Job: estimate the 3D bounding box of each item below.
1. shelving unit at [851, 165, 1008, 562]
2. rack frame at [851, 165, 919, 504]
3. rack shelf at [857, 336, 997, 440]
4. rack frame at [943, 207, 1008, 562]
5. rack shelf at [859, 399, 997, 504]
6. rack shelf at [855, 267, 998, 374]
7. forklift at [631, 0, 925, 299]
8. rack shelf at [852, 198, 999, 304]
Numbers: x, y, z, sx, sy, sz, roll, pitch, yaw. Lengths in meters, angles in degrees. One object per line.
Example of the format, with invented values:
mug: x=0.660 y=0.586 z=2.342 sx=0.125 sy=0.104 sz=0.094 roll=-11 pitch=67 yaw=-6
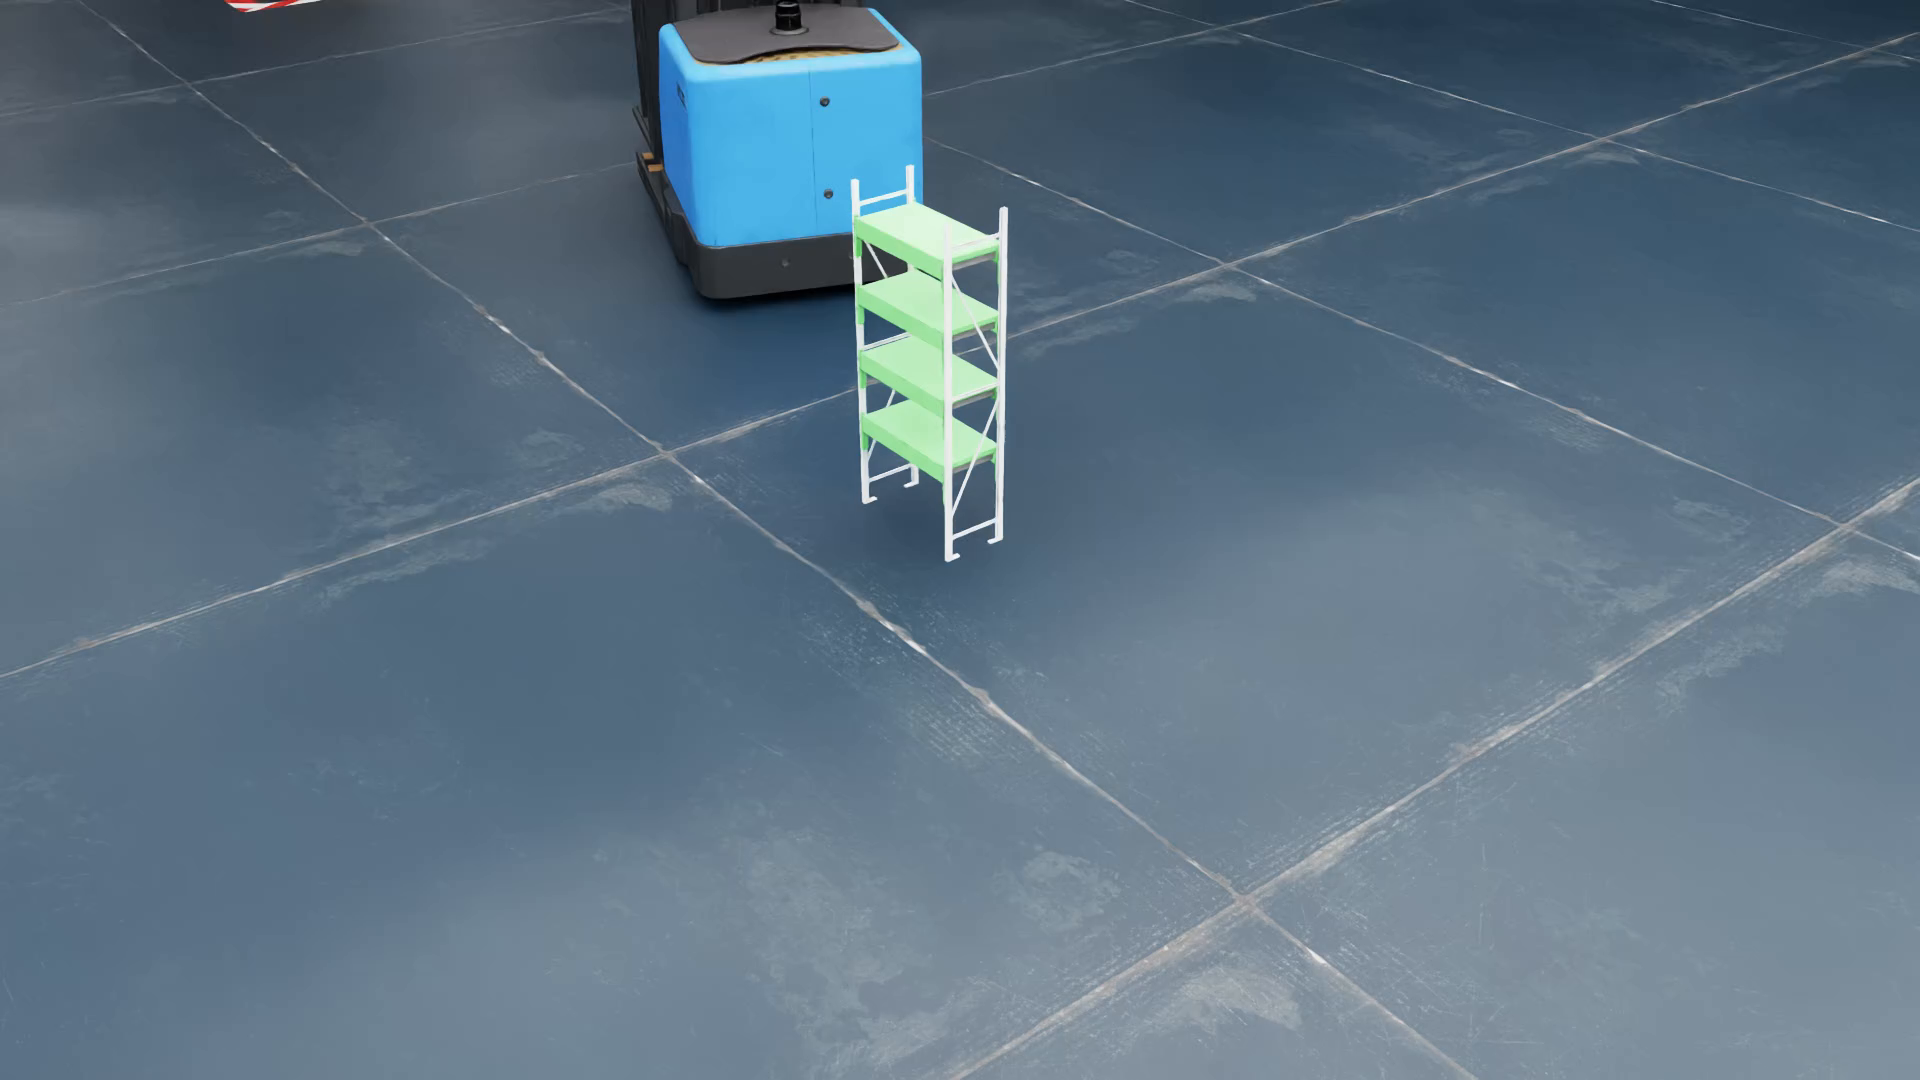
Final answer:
shelving unit: x=-0.101 y=-0.579 z=5.545 sx=0.258 sy=1.200 sz=0.503 roll=-22 pitch=38 yaw=-31
rack frame: x=-0.251 y=-0.680 z=5.708 sx=0.240 sy=1.200 sz=0.015 roll=-22 pitch=38 yaw=-31
rack shelf: x=-0.102 y=-0.524 z=5.578 sx=0.258 sy=0.148 sz=0.480 roll=-22 pitch=38 yaw=-31
rack frame: x=0.048 y=-0.477 z=5.381 sx=0.240 sy=1.200 sz=0.015 roll=-22 pitch=38 yaw=-31
rack shelf: x=-0.102 y=-0.321 z=5.705 sx=0.258 sy=0.148 sz=0.480 roll=-22 pitch=38 yaw=-31
rack shelf: x=-0.101 y=-0.728 z=5.452 sx=0.258 sy=0.148 sz=0.480 roll=-22 pitch=38 yaw=-31
forklift: x=-1.070 y=-3.075 z=7.924 sx=1.130 sy=2.935 sz=3.031 roll=-9 pitch=33 yaw=-15
rack shelf: x=-0.101 y=-0.932 z=5.325 sx=0.258 sy=0.148 sz=0.480 roll=-22 pitch=38 yaw=-31
